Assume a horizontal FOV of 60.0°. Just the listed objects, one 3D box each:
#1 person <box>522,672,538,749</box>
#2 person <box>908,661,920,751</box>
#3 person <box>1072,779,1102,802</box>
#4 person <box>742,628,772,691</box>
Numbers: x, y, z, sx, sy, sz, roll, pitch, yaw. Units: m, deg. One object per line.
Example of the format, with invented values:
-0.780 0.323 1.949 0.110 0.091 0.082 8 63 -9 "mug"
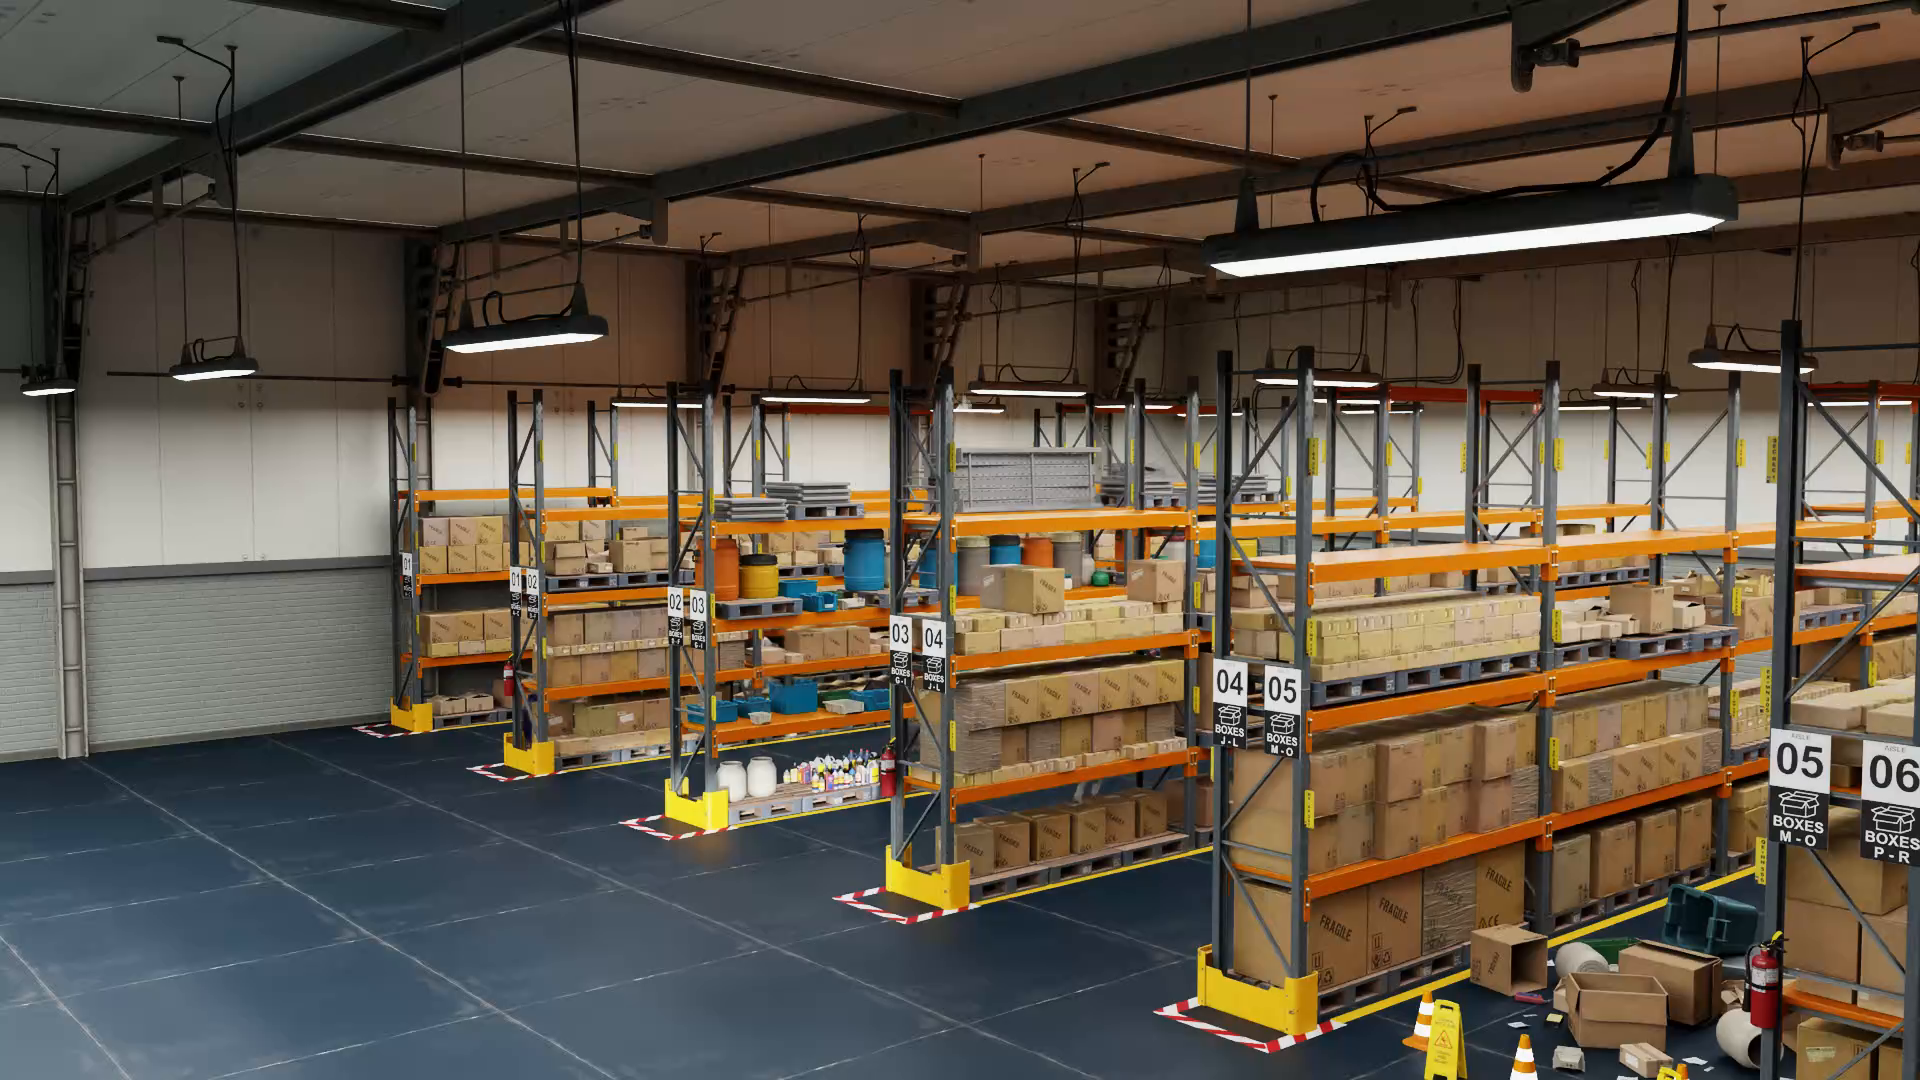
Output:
-7.065 2.750 27.989 0.590 1.658 0.688 3 5 44 "person"
-0.818 2.700 27.697 0.619 1.660 0.585 -3 4 -42 "person"
1.788 2.919 23.765 0.612 1.689 0.943 2 4 36 "person"
-3.825 2.436 31.382 0.641 1.774 0.690 3 4 37 "person"
